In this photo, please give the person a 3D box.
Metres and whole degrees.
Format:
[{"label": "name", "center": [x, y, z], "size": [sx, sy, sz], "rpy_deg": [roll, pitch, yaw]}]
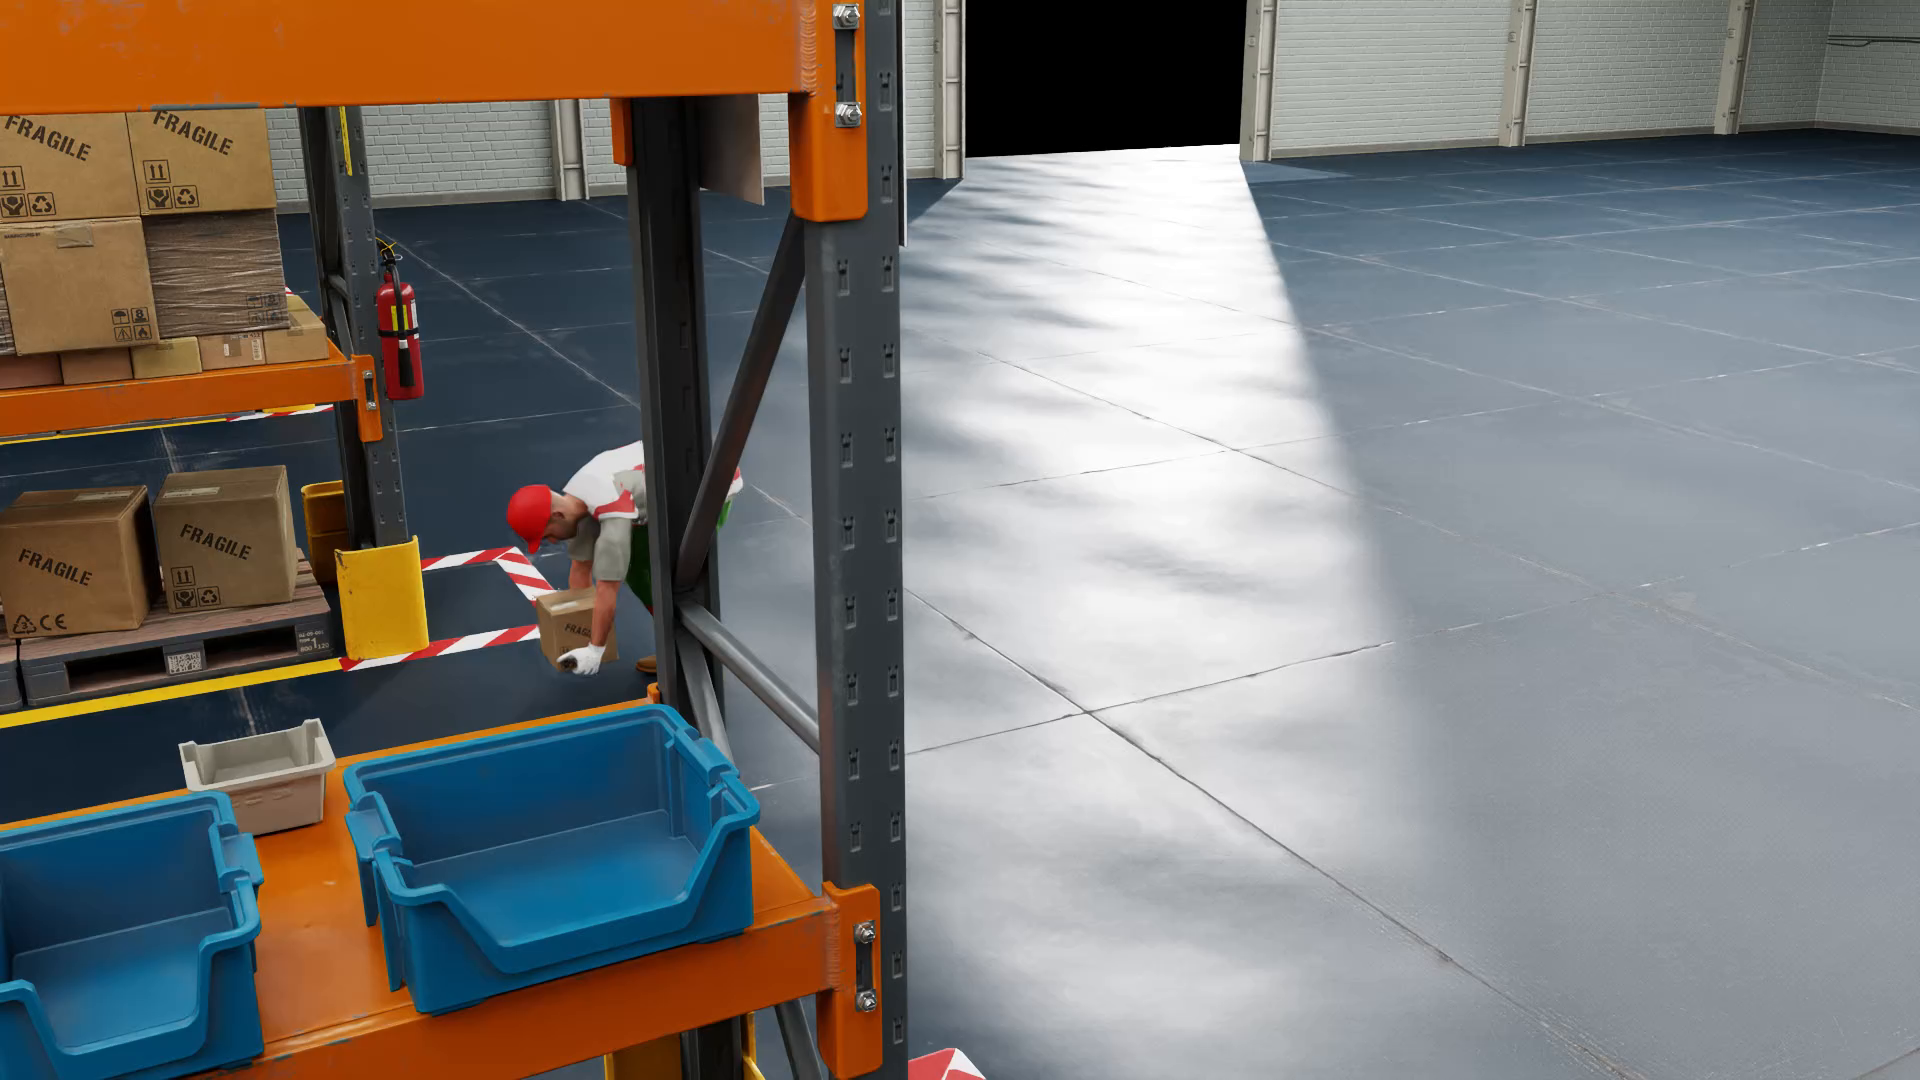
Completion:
[{"label": "person", "center": [-1.355, 0.116, 6.822], "size": [0.962, 1.060, 0.517], "rpy_deg": [-11, 21, -29]}]
